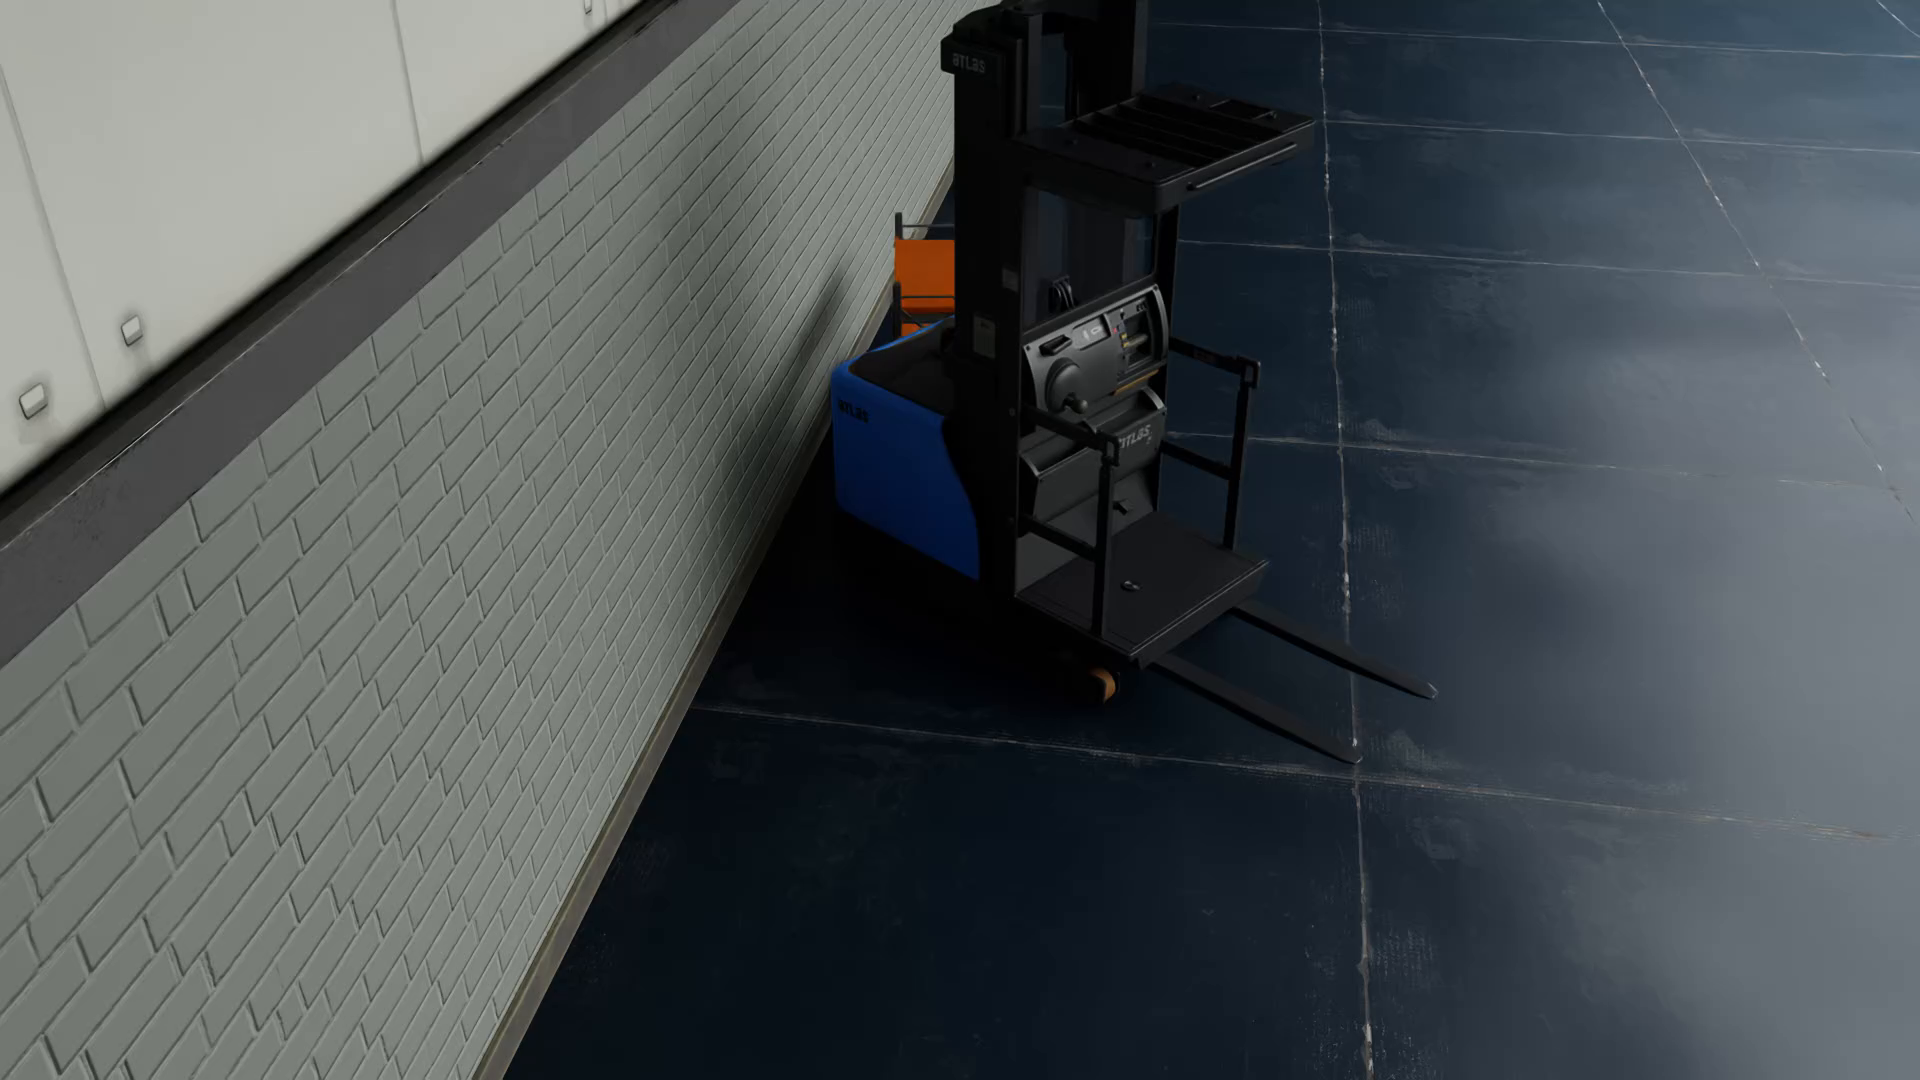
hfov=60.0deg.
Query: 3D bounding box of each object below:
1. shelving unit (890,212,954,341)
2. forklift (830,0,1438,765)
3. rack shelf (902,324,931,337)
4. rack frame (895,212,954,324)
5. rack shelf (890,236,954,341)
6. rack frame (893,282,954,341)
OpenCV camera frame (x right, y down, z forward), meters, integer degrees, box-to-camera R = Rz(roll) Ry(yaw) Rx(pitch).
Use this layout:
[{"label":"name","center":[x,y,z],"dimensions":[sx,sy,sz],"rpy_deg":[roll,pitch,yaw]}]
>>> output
[{"label":"shelving unit","center":[-0.118,-1.153,9.533],"dimensions":[0.538,1.125,1.048],"rpy_deg":[-1,32,-1]},{"label":"forklift","center":[0.767,-0.811,7.284],"dimensions":[3.031,2.935,1.130],"rpy_deg":[27,41,36]},{"label":"rack shelf","center":[-0.118,-0.946,9.662],"dimensions":[0.538,0.278,1.000],"rpy_deg":[-1,32,-1]},{"label":"rack frame","center":[-0.129,-1.423,9.963],"dimensions":[0.500,1.125,0.032],"rpy_deg":[-1,32,-1]},{"label":"rack shelf","center":[-0.118,-1.402,9.377],"dimensions":[0.538,0.278,1.000],"rpy_deg":[-1,32,-1]},{"label":"rack frame","center":[-0.106,-0.884,9.102],"dimensions":[0.500,1.125,0.032],"rpy_deg":[-1,32,-1]}]
